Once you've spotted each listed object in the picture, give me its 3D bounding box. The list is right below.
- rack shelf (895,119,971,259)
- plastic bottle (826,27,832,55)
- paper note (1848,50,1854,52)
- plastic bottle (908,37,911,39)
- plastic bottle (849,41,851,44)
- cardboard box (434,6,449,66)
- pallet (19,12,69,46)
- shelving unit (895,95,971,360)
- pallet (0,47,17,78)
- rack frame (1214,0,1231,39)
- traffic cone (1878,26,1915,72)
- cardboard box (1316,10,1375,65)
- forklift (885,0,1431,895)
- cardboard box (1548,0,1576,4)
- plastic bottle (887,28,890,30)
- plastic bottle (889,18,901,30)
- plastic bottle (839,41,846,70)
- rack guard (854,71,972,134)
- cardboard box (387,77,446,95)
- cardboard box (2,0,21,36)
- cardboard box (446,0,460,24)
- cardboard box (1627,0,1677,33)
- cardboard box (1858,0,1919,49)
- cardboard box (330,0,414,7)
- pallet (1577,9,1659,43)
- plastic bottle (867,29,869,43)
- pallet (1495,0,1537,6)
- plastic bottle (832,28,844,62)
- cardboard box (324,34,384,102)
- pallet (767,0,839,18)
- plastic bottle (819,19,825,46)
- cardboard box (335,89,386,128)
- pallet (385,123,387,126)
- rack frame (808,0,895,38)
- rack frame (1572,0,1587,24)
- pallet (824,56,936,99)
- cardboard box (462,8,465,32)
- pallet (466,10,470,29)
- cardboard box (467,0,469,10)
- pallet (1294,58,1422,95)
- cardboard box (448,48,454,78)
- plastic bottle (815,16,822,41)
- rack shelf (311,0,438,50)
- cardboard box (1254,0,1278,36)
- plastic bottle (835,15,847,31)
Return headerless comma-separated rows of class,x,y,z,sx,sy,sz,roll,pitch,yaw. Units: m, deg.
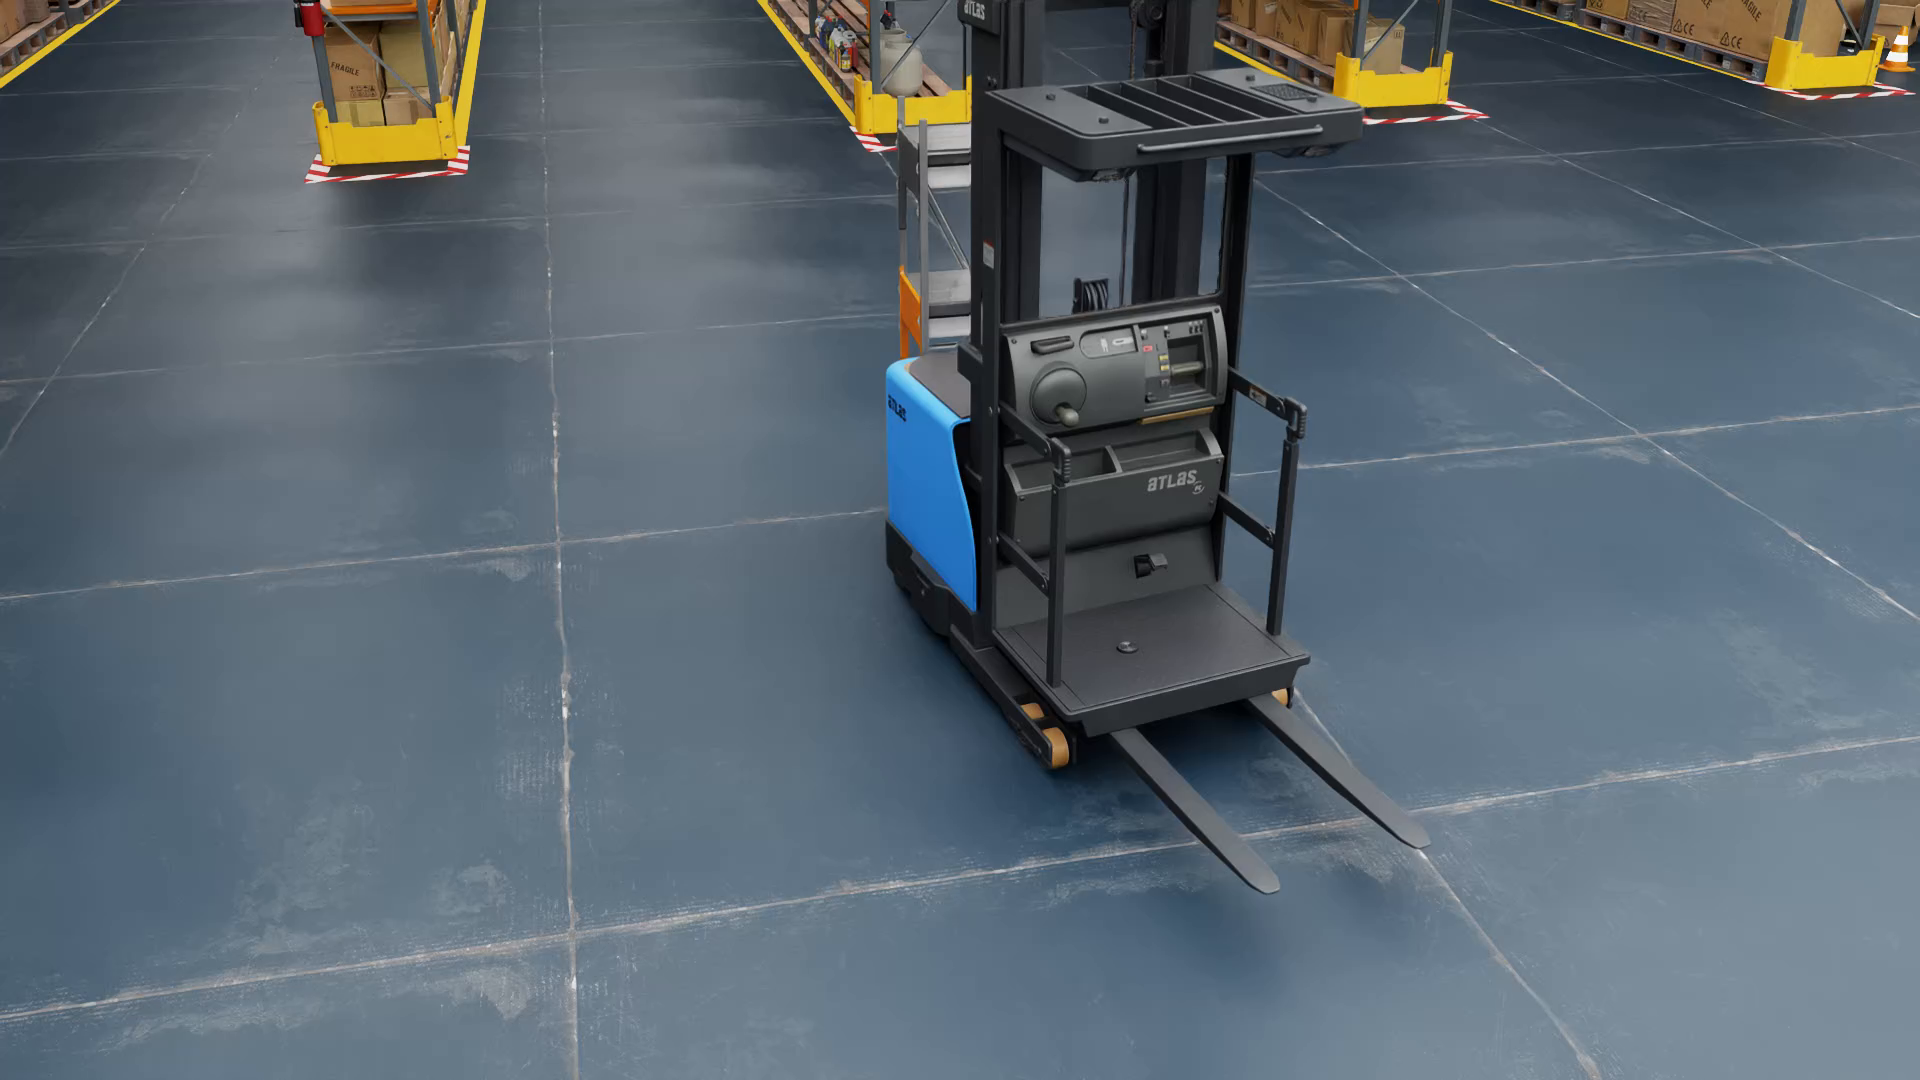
rack shelf,-0.037,-1.623,7.612,0.431,0.518,0.480,-6,27,-12
plastic bottle,-1.446,-5.518,18.380,0.061,0.283,0.133,-5,27,-9
paper note,10.629,-5.813,19.735,0.144,0.017,0.142,3,27,6
plastic bottle,-0.544,-5.291,17.944,0.097,0.271,0.097,0,27,0
plastic bottle,-1.197,-5.322,18.082,0.097,0.201,0.097,0,27,0
cardboard box,-5.428,-5.045,16.669,0.500,0.500,0.500,-6,27,-12
pallet,-11.642,-6.253,20.404,1.003,0.211,1.213,-6,27,-12
shelving unit,-0.037,-1.010,7.921,0.431,2.100,0.503,-6,27,-12
pallet,-11.092,-5.181,18.281,1.003,0.211,1.213,-6,27,-12
rack frame,3.563,-7.594,19.966,1.000,3.000,0.127,-6,27,-12
traffic cone,10.583,-5.542,18.716,0.336,0.463,0.334,-6,27,-12
cardboard box,4.172,-5.444,18.015,0.500,0.500,0.500,1,27,2
forklift,0.704,-0.633,6.251,1.130,2.935,3.031,-11,29,-21
cardboard box,8.190,-7.499,21.810,1.050,0.750,0.750,-6,27,-12
plastic bottle,-0.792,-5.512,18.368,0.061,0.283,0.133,-6,27,-12
plastic bottle,-0.721,-5.625,18.517,0.144,0.351,0.185,-6,27,-12
plastic bottle,-1.246,-5.130,17.610,0.061,0.283,0.133,-5,27,-10
rack guard,-0.424,-4.247,16.110,1.175,0.500,0.348,-6,27,-12
cardboard box,-5.209,-4.270,15.967,0.500,0.250,0.500,-6,27,-12
cardboard box,-11.461,-6.157,19.406,0.700,0.500,0.500,-6,27,-12
cardboard box,-5.940,-6.006,18.784,0.500,0.311,0.500,-6,27,-11
cardboard box,8.698,-6.613,19.915,0.875,0.875,0.875,-6,27,-11
cardboard box,11.257,-6.243,20.061,0.637,0.503,0.797,19,32,32
cardboard box,-5.281,-5.084,14.883,0.700,0.500,0.500,-6,27,-12
pallet,8.513,-6.466,20.827,1.003,0.211,1.213,-6,27,-12
plastic bottle,-0.977,-5.836,18.936,0.144,0.351,0.185,-6,27,-12
pallet,7.892,-7.676,23.223,1.003,0.211,1.213,-6,27,-12
plastic bottle,-1.305,-5.357,17.986,0.144,0.351,0.185,-5,27,-9
cardboard box,-5.599,-4.333,15.259,0.500,0.500,0.500,-6,27,-12
pallet,-2.027,-7.258,22.395,1.003,0.211,1.213,-6,27,-12
plastic bottle,-1.519,-5.748,18.843,0.152,0.276,0.135,-5,27,-10
cardboard box,-5.597,-3.999,15.429,0.500,0.250,0.500,-6,27,-12
pallet,-5.401,-3.920,15.782,1.003,0.211,1.213,-6,27,-12
rack frame,-1.263,-7.091,18.969,1.000,3.000,0.127,-6,27,-12
rack frame,8.418,-8.053,20.876,1.000,3.000,0.127,-6,27,-12
pallet,-0.874,-5.010,17.942,1.003,0.211,1.213,-6,27,-12
cardboard box,-6.172,-6.203,19.796,0.500,0.250,0.500,-7,28,-13
pallet,-6.844,-6.735,21.359,1.003,0.211,1.213,-6,27,-12
cardboard box,-6.515,-6.873,21.124,0.500,0.250,0.500,-6,27,-12
pallet,4.298,-4.986,17.895,1.003,0.211,1.213,-6,27,-12
cardboard box,-5.542,-4.929,17.273,0.500,0.250,0.500,-6,27,-12
plastic bottle,-1.618,-5.885,19.120,0.097,0.271,0.097,0,27,0
rack shelf,-5.639,-5.390,16.399,1.077,0.370,4.000,-6,27,-12
cardboard box,3.750,-6.235,19.582,0.500,0.500,0.500,2,27,5
plastic bottle,-1.345,-5.723,18.710,0.144,0.351,0.185,-6,27,-12
